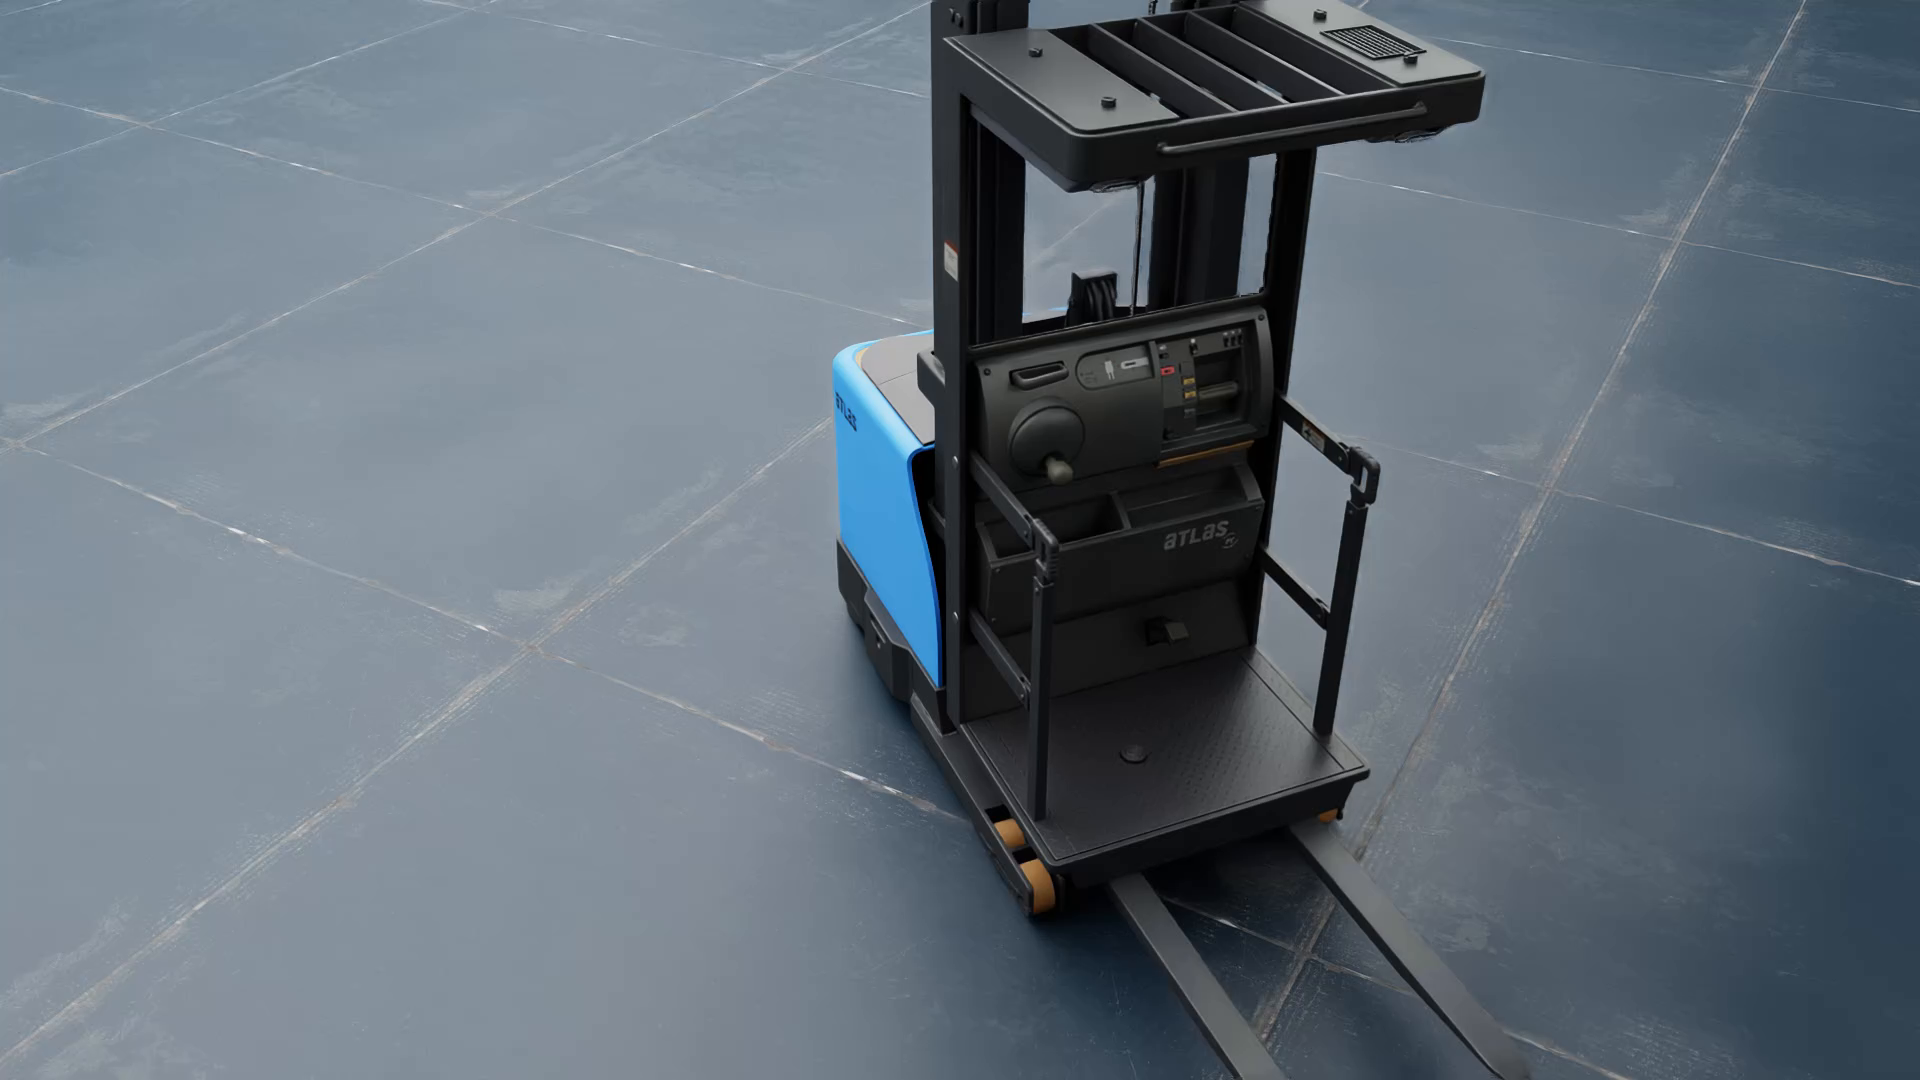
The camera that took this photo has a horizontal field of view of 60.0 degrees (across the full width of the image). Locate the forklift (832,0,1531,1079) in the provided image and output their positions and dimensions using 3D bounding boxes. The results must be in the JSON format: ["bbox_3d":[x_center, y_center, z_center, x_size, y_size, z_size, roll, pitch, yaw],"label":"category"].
[{"bbox_3d":[0.575,-0.354,4.637,1.130,2.935,3.031,-13,36,-19],"label":"forklift"}]
